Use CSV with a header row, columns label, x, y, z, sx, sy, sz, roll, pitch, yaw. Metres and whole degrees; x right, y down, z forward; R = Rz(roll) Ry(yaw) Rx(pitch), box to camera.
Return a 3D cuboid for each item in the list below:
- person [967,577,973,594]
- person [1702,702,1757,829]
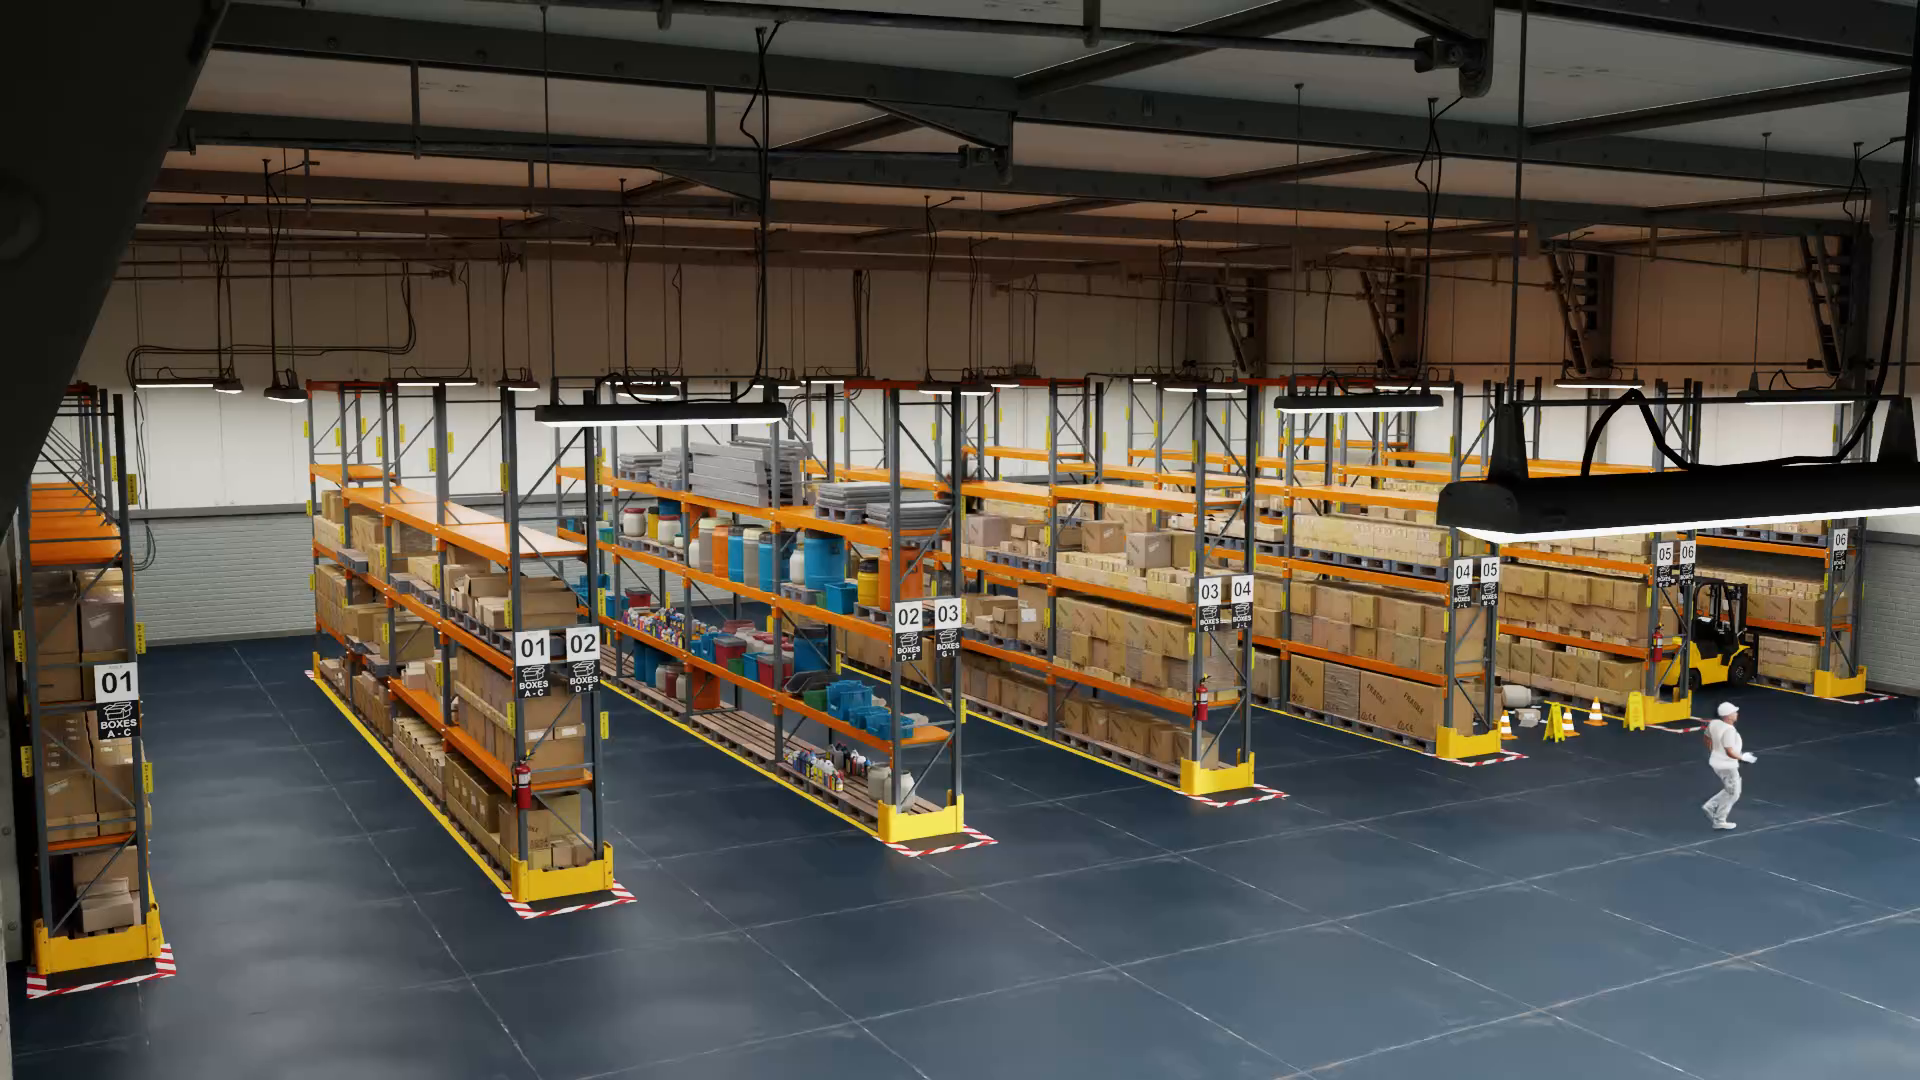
label,x,y,z,sx,sy,sz,roll,pitch,yaw
person,0.121,1.018,42.164,0.635,1.792,0.665,0,6,1
person,10.443,3.066,22.599,0.587,1.742,0.698,1,6,6
